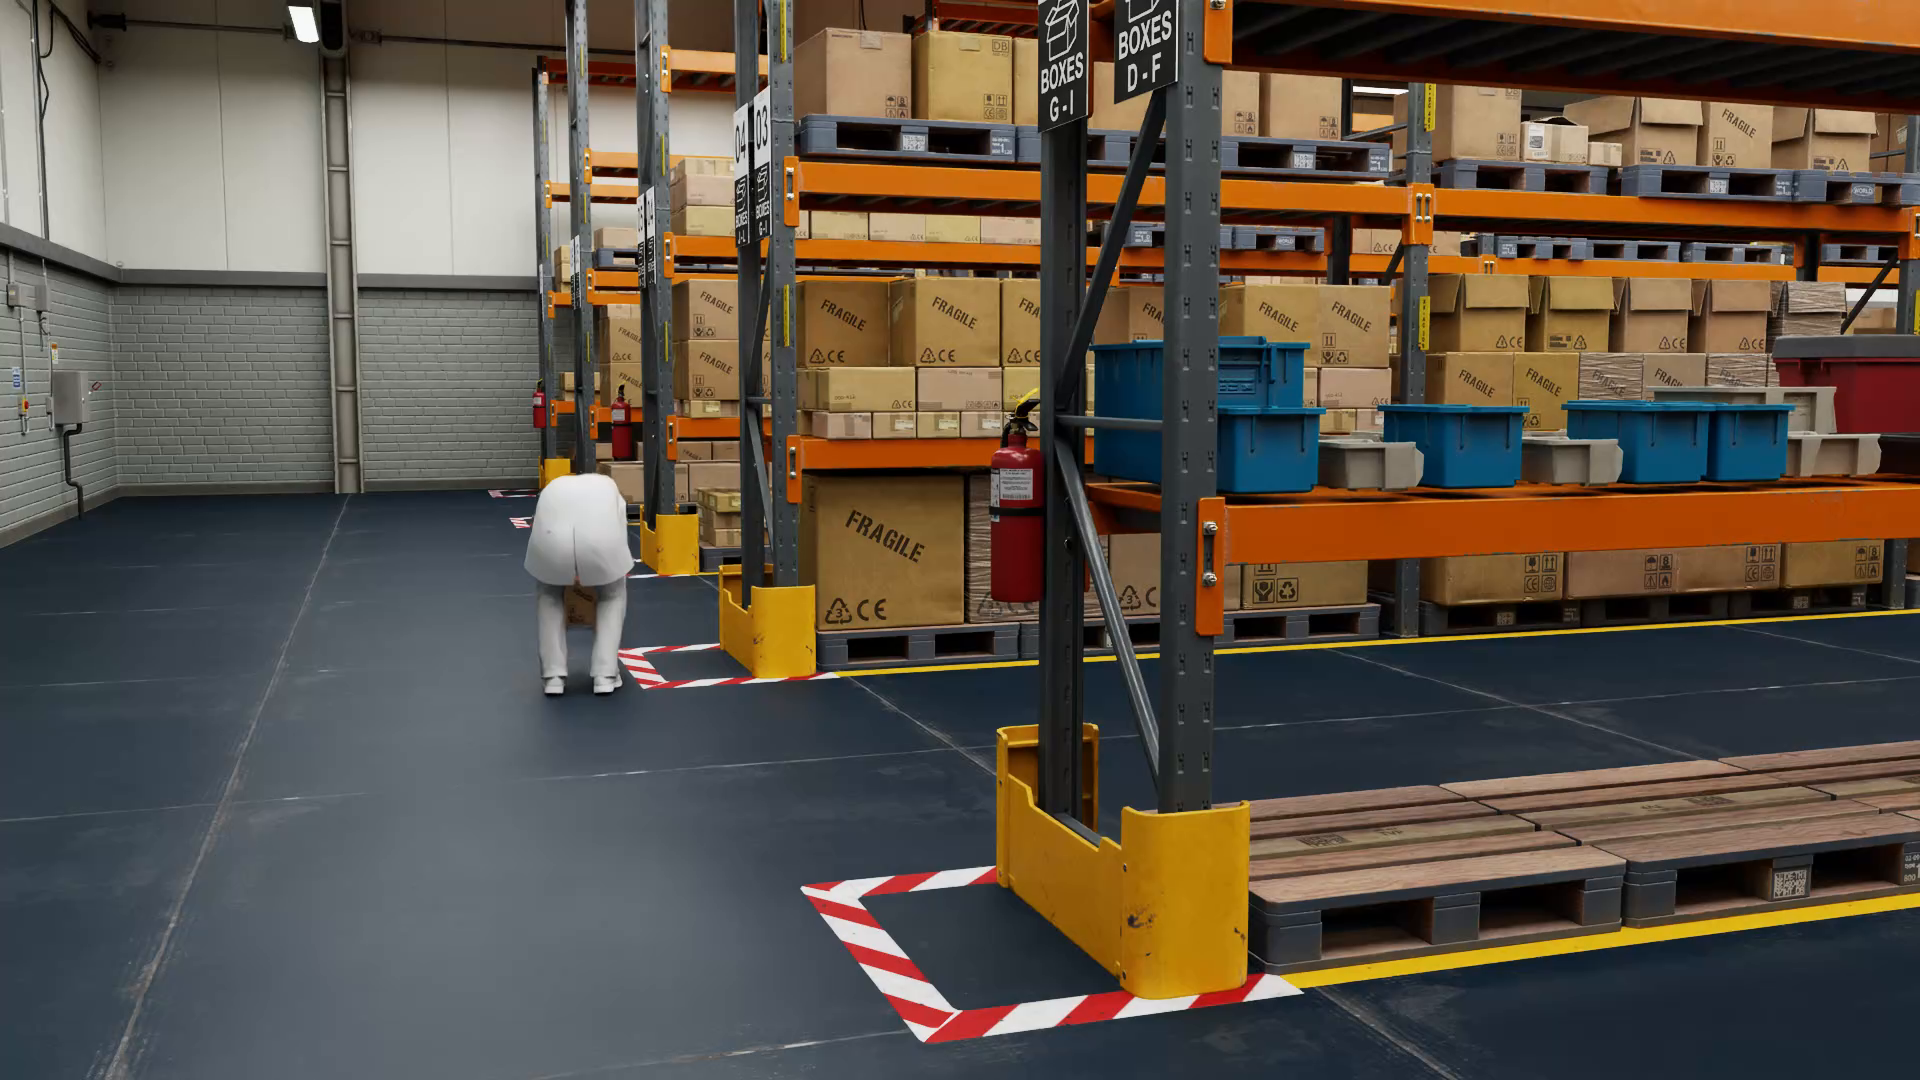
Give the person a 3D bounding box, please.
[{"bbox_3d":[-2.023,0.205,8.940,0.569,1.140,0.948,-1,6,-7],"label":"person"}]
